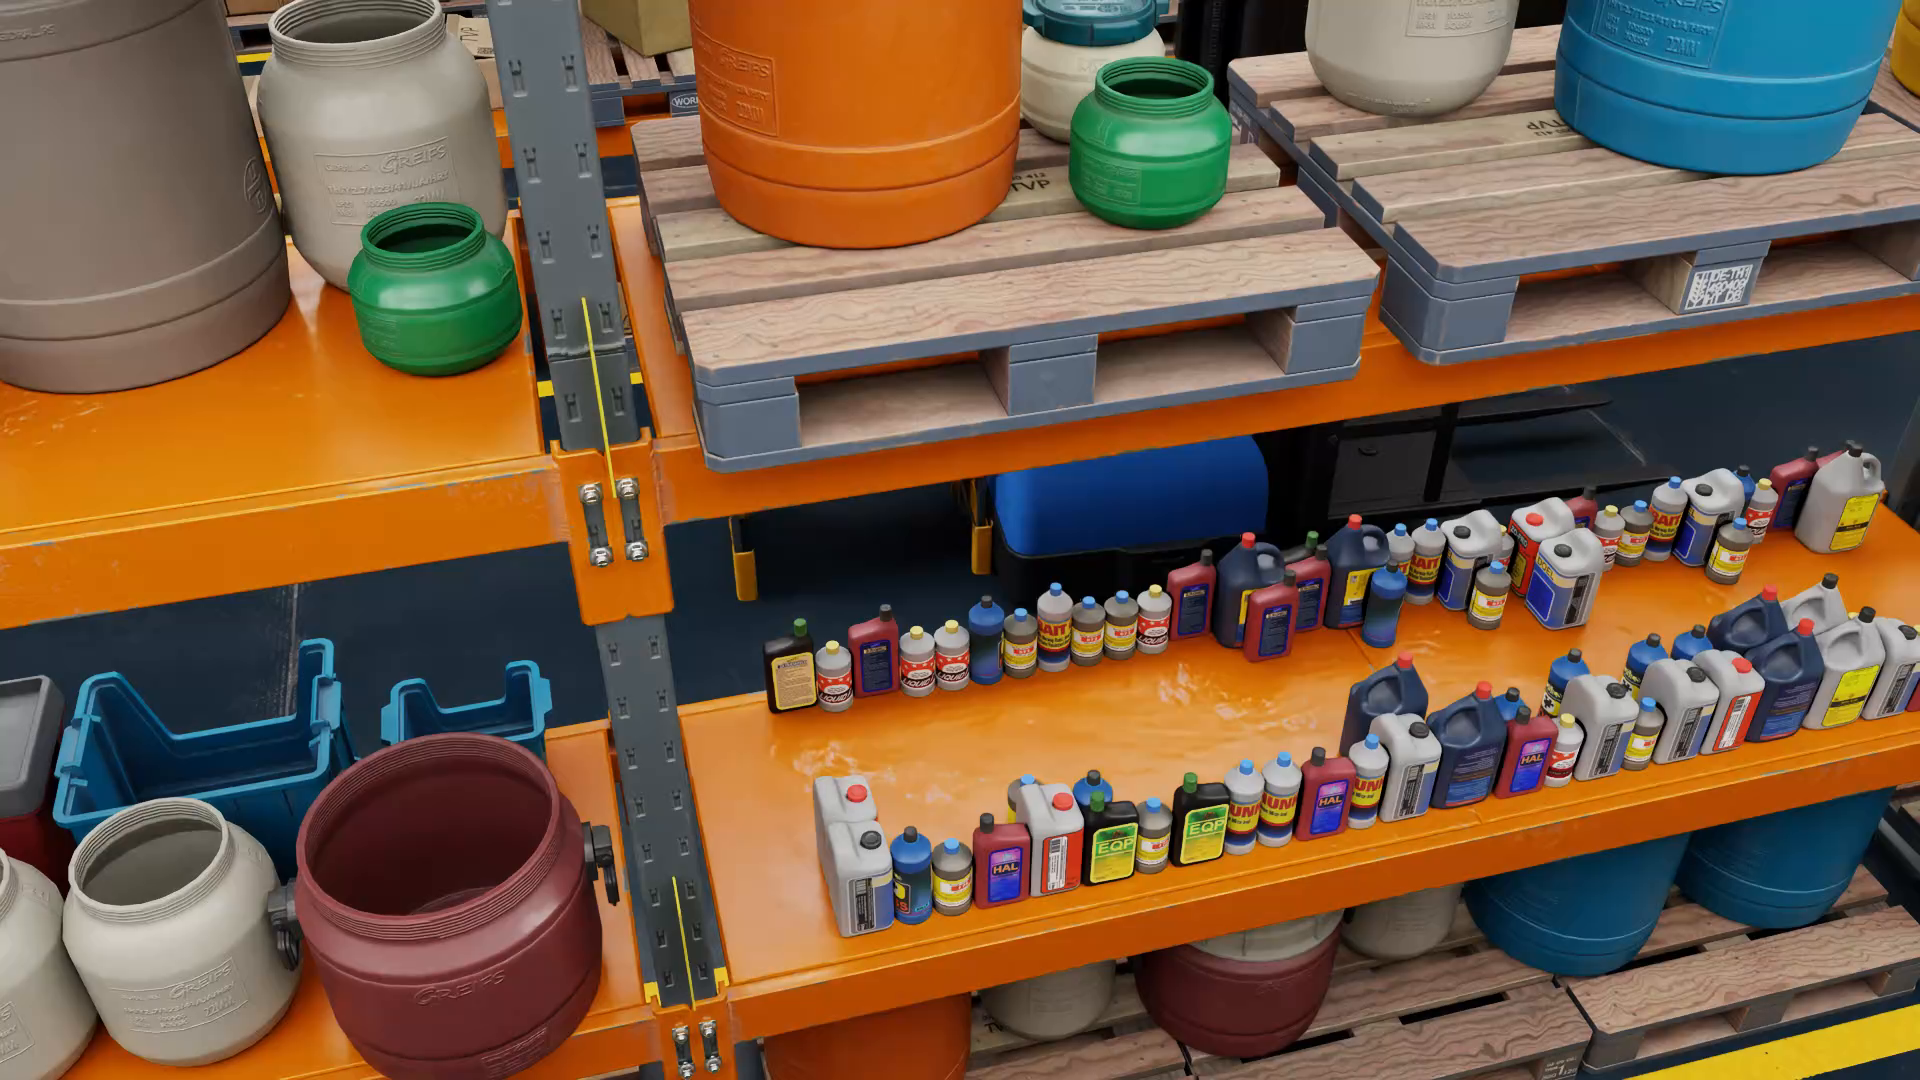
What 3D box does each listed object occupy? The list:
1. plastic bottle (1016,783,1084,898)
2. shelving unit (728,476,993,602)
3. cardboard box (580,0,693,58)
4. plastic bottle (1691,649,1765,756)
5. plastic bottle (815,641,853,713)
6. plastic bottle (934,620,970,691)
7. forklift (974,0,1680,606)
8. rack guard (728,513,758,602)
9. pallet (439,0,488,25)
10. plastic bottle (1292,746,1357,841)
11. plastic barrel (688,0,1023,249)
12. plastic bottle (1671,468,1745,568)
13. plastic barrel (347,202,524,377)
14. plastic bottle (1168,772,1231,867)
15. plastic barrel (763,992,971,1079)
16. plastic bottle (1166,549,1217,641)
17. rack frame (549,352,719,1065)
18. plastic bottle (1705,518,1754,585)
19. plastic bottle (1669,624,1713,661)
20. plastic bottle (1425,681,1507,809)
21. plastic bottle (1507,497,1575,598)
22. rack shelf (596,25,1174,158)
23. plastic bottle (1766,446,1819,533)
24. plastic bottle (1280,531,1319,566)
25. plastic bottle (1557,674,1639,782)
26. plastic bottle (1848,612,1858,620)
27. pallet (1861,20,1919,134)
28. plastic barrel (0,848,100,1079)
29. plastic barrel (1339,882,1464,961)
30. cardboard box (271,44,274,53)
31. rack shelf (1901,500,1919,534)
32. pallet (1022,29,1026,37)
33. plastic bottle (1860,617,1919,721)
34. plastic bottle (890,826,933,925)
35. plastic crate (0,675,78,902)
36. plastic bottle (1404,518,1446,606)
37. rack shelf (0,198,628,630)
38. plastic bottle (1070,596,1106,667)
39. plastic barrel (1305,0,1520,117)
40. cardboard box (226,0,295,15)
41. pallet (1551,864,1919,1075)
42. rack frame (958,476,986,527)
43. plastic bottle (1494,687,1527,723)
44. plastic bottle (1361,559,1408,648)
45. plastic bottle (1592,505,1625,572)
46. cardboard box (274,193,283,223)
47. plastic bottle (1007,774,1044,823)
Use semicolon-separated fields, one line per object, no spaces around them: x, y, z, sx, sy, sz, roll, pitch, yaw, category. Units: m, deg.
0.214;0.699;3.970;0.135;0.276;0.152;-9;38;-12;plastic bottle
-0.442;-0.570;6.761;1.083;1.500;0.587;-6;38;-8;shelving unit
-1.444;-2.677;7.853;0.500;0.500;0.700;-23;43;-27;cardboard box
1.991;0.407;4.351;0.135;0.276;0.152;-9;38;-12;plastic bottle
-0.339;0.359;4.476;0.097;0.201;0.097;0;37;0;plastic bottle
-0.022;0.307;4.544;0.097;0.201;0.097;0;37;0;plastic bottle
1.598;-1.309;6.549;3.031;2.935;1.130;-6;38;-8;forklift
-0.932;-0.020;7.070;0.087;0.250;0.587;-6;38;-8;rack guard
-4.072;-3.979;12.278;1.213;0.211;1.003;-9;38;-12;pallet
0.895;0.613;4.076;0.133;0.283;0.061;-9;38;-12;plastic bottle
-0.186;-1.015;2.941;0.708;0.830;0.600;-9;38;-12;plastic barrel
2.228;-0.075;4.981;0.135;0.276;0.152;-9;38;-12;plastic bottle
-0.959;-0.459;3.040;0.294;0.245;0.294;0;37;0;plastic barrel
0.578;0.665;4.008;0.133;0.283;0.061;-9;38;-12;plastic bottle
-0.267;1.209;4.641;0.708;0.830;0.600;-9;38;-12;plastic barrel
0.648;0.153;4.678;0.133;0.283;0.061;-9;38;-12;plastic bottle
-0.734;0.602;3.995;0.127;3.000;1.000;-9;38;-12;rack frame
2.278;0.025;4.912;0.097;0.201;0.097;0;37;0;plastic bottle
1.941;0.339;4.444;0.097;0.271;0.097;0;37;0;plastic bottle
1.262;0.500;4.169;0.185;0.351;0.144;-9;38;-12;plastic bottle
1.687;0.014;4.865;0.135;0.276;0.152;-9;38;-12;plastic bottle
-0.091;-2.336;8.426;4.000;0.370;1.077;-9;38;-12;rack shelf
2.533;-0.157;5.082;0.133;0.283;0.061;-9;38;-12;plastic bottle
0.956;0.102;4.744;0.133;0.283;0.061;-9;38;-12;plastic bottle
1.638;0.465;4.275;0.135;0.276;0.152;-9;38;-12;plastic bottle
2.428;0.287;4.570;0.097;0.201;0.097;0;37;0;plastic bottle
2.396;-0.967;3.732;1.003;0.211;1.213;-9;38;-12;pallet
-2.079;0.912;3.497;0.421;0.512;0.421;0;37;0;plastic barrel
1.346;1.015;5.157;0.421;0.512;0.421;0;37;0;plastic barrel
-2.936;-2.241;7.784;0.500;0.311;0.500;-10;38;-12;cardboard box
5.058;-0.063;5.456;4.000;0.370;1.077;-9;38;-12;rack shelf
-0.146;-2.539;8.258;1.213;0.211;1.003;-9;38;-12;pallet
2.478;0.327;4.456;0.135;0.276;0.152;-9;38;-12;plastic bottle
-0.113;0.771;3.879;0.097;0.271;0.097;0;37;0;plastic bottle
-2.374;0.653;3.875;0.583;0.464;0.402;-9;38;-12;plastic crate
1.344;0.055;4.816;0.097;0.271;0.097;0;37;0;plastic bottle
-2.665;0.013;2.888;4.000;0.370;1.077;-9;38;-12;rack shelf
0.354;0.245;4.625;0.097;0.201;0.097;0;37;0;plastic bottle
0.938;-1.180;3.397;0.433;0.535;0.433;0;37;0;plastic barrel
-4.999;-4.138;11.886;0.500;0.500;0.700;-10;38;-12;cardboard box
2.371;1.173;5.542;1.213;0.211;1.003;-9;38;-12;pallet
0.050;-0.624;6.831;0.032;1.500;0.500;-6;38;-8;rack frame
1.388;0.487;4.251;0.097;0.271;0.097;0;37;0;plastic bottle
1.194;0.170;4.665;0.097;0.271;0.097;0;37;0;plastic bottle
1.921;-0.012;4.961;0.097;0.201;0.097;0;37;0;plastic bottle
-3.602;-1.524;8.229;0.500;0.311;0.500;-10;39;-13;cardboard box
0.164;0.658;4.084;0.097;0.201;0.097;0;37;0;plastic bottle
